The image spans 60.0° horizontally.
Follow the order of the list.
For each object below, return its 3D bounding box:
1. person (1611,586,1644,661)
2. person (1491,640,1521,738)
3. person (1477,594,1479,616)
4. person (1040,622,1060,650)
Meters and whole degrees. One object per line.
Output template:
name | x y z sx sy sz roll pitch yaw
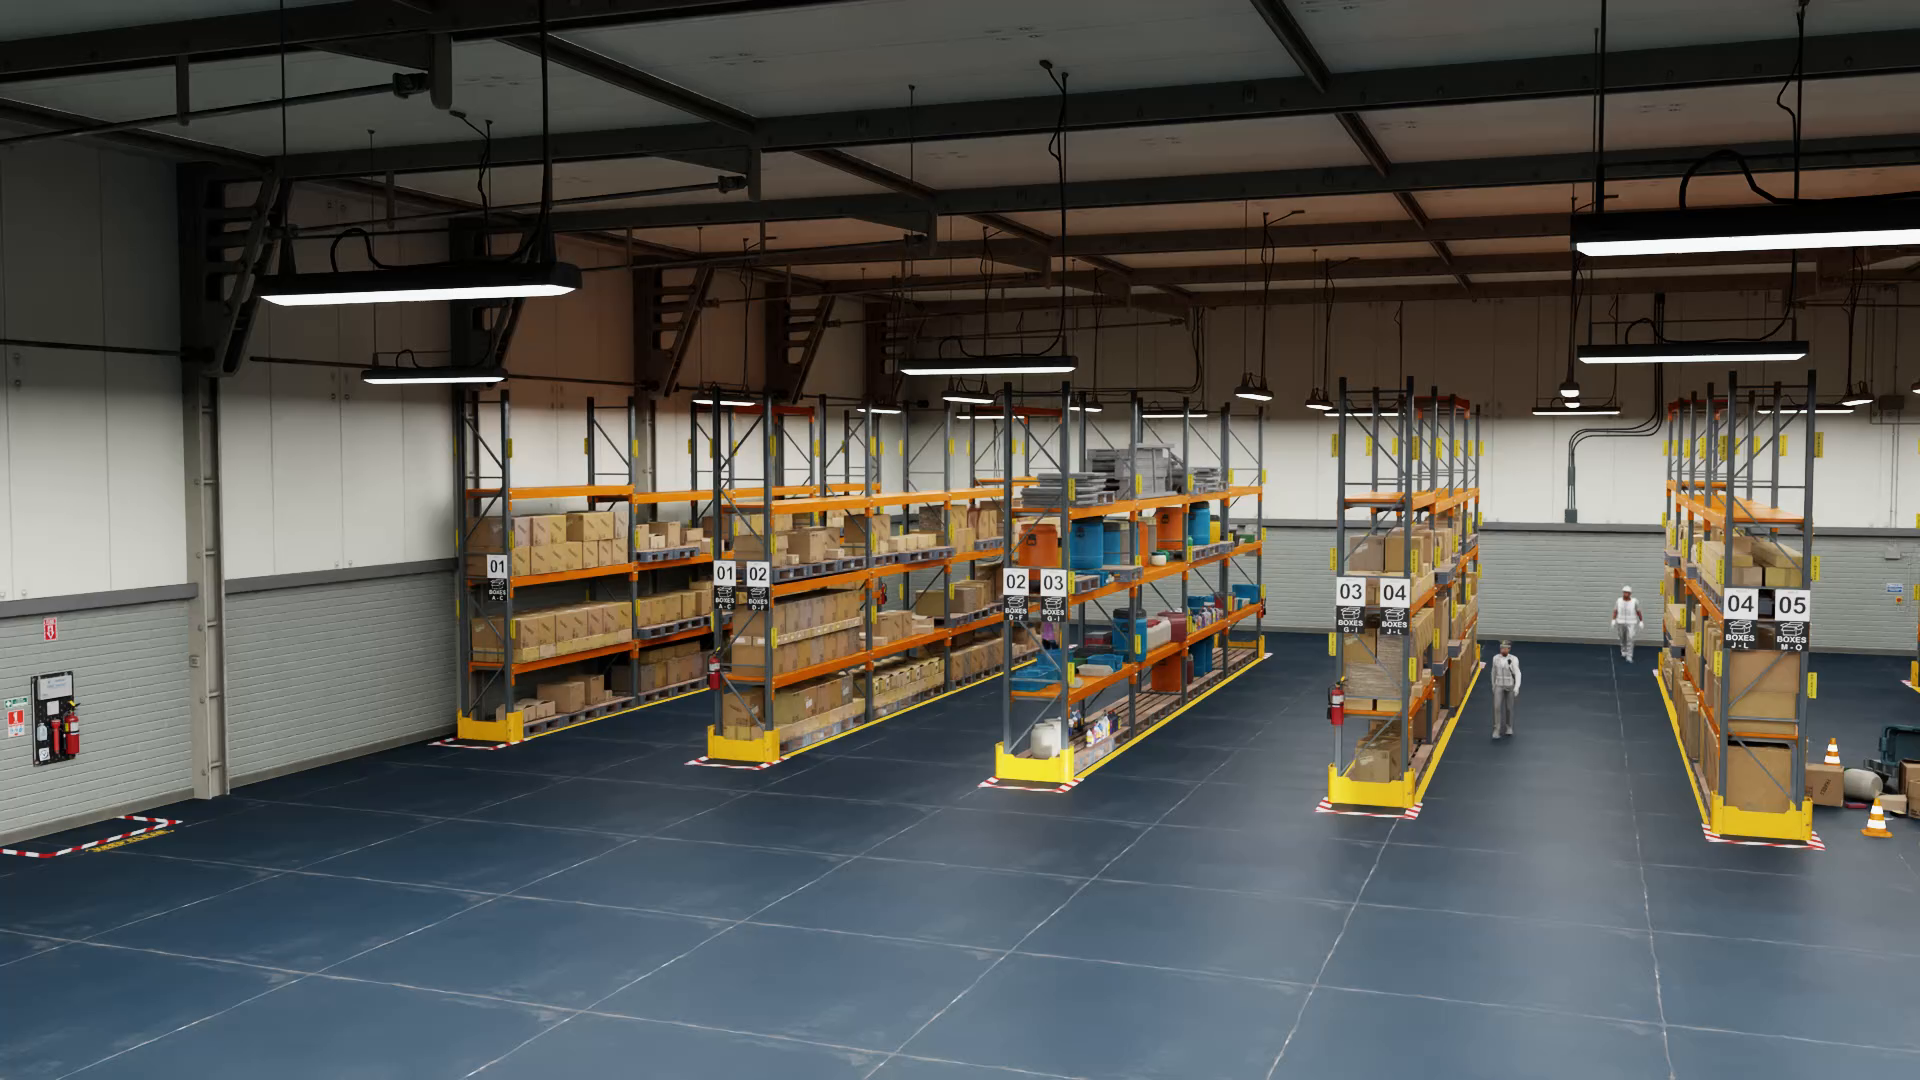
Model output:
person | 15.730 1.951 39.201 0.669 1.723 1.049 2 4 30
person | 9.479 2.580 28.918 0.535 1.676 0.659 2 4 30
person | 12.068 1.982 39.636 0.608 1.654 0.523 2 4 32
person | 1.946 2.202 36.546 0.455 1.582 0.439 2 4 35
